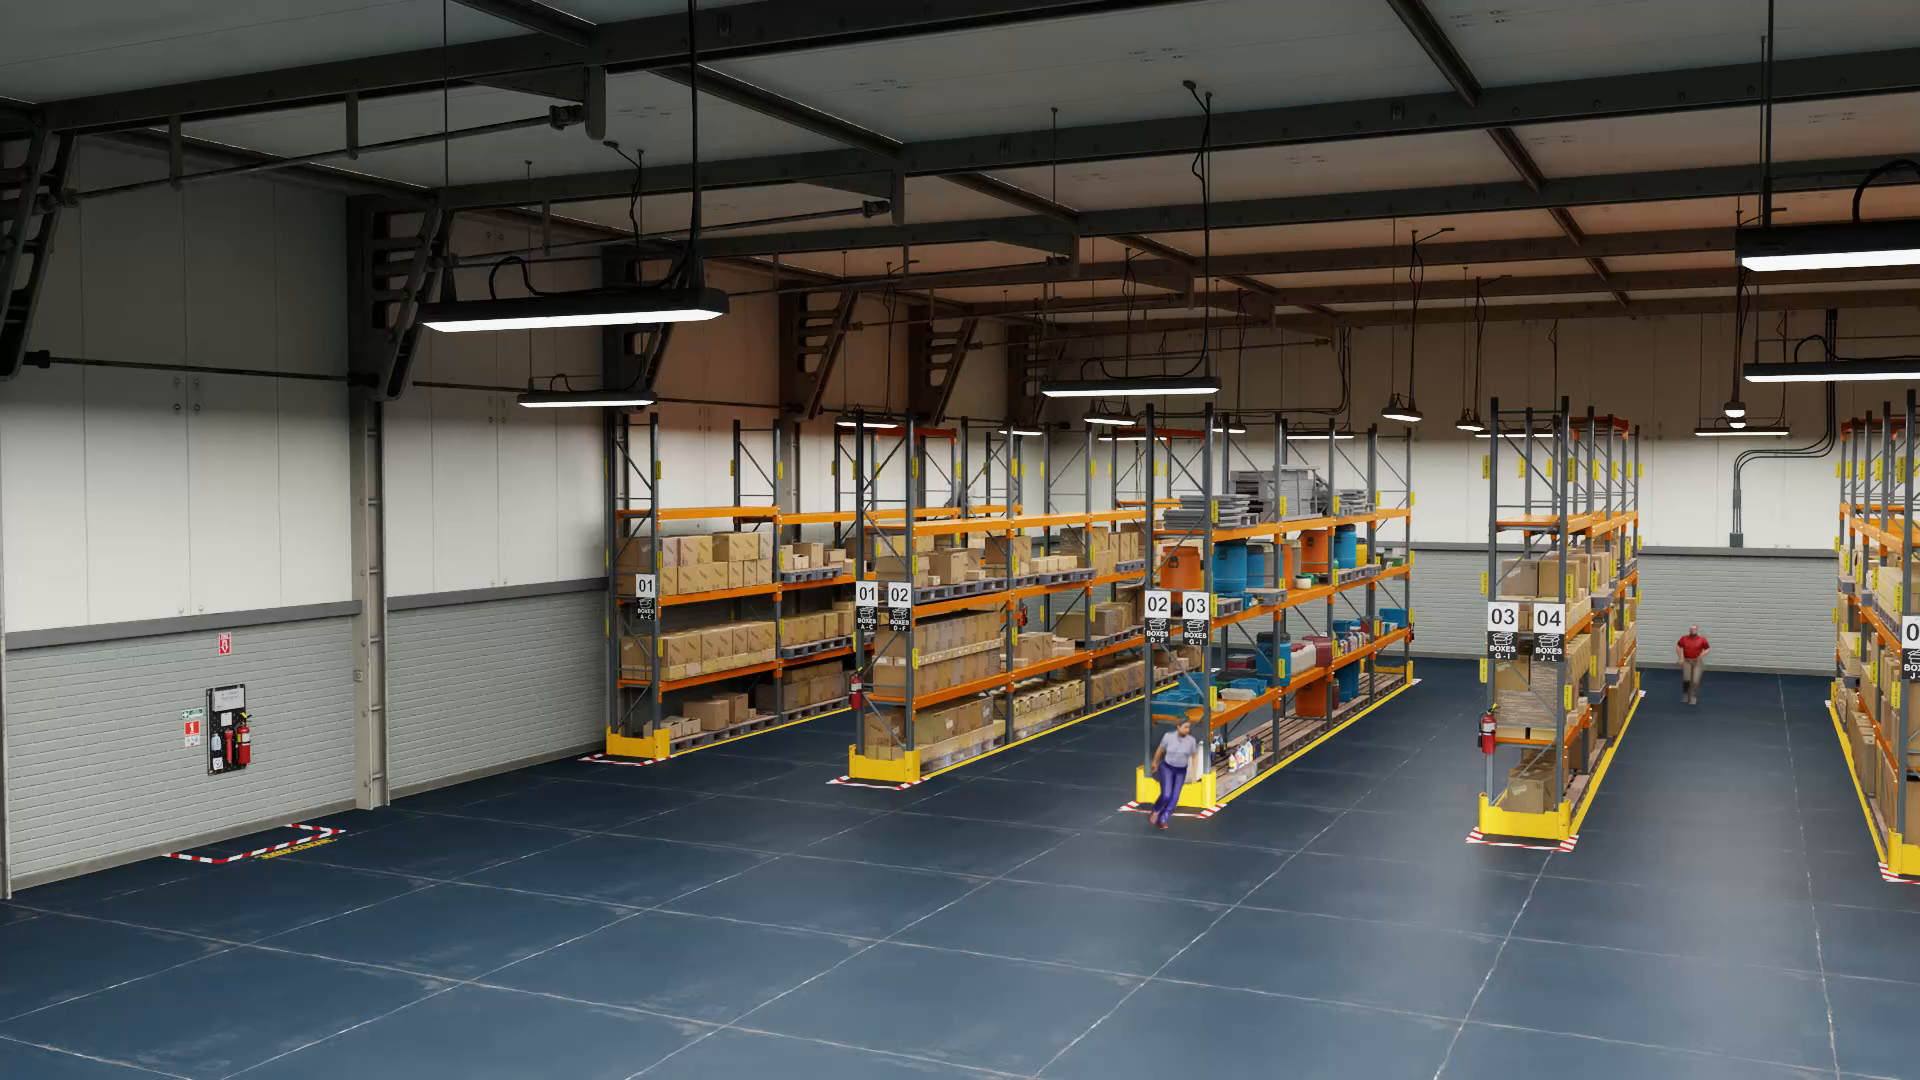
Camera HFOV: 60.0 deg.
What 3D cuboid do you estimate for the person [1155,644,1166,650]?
[{"bbox_3d":[5.236,2.304,42.526,0.963,1.701,0.755,2,3,34],"label":"person"}]

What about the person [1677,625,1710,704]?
[{"bbox_3d":[15.651,2.670,35.470,0.647,1.723,0.671,1,3,20],"label":"person"}]

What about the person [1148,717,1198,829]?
[{"bbox_3d":[2.970,3.239,23.132,0.639,1.582,0.681,-1,2,-15],"label":"person"}]
